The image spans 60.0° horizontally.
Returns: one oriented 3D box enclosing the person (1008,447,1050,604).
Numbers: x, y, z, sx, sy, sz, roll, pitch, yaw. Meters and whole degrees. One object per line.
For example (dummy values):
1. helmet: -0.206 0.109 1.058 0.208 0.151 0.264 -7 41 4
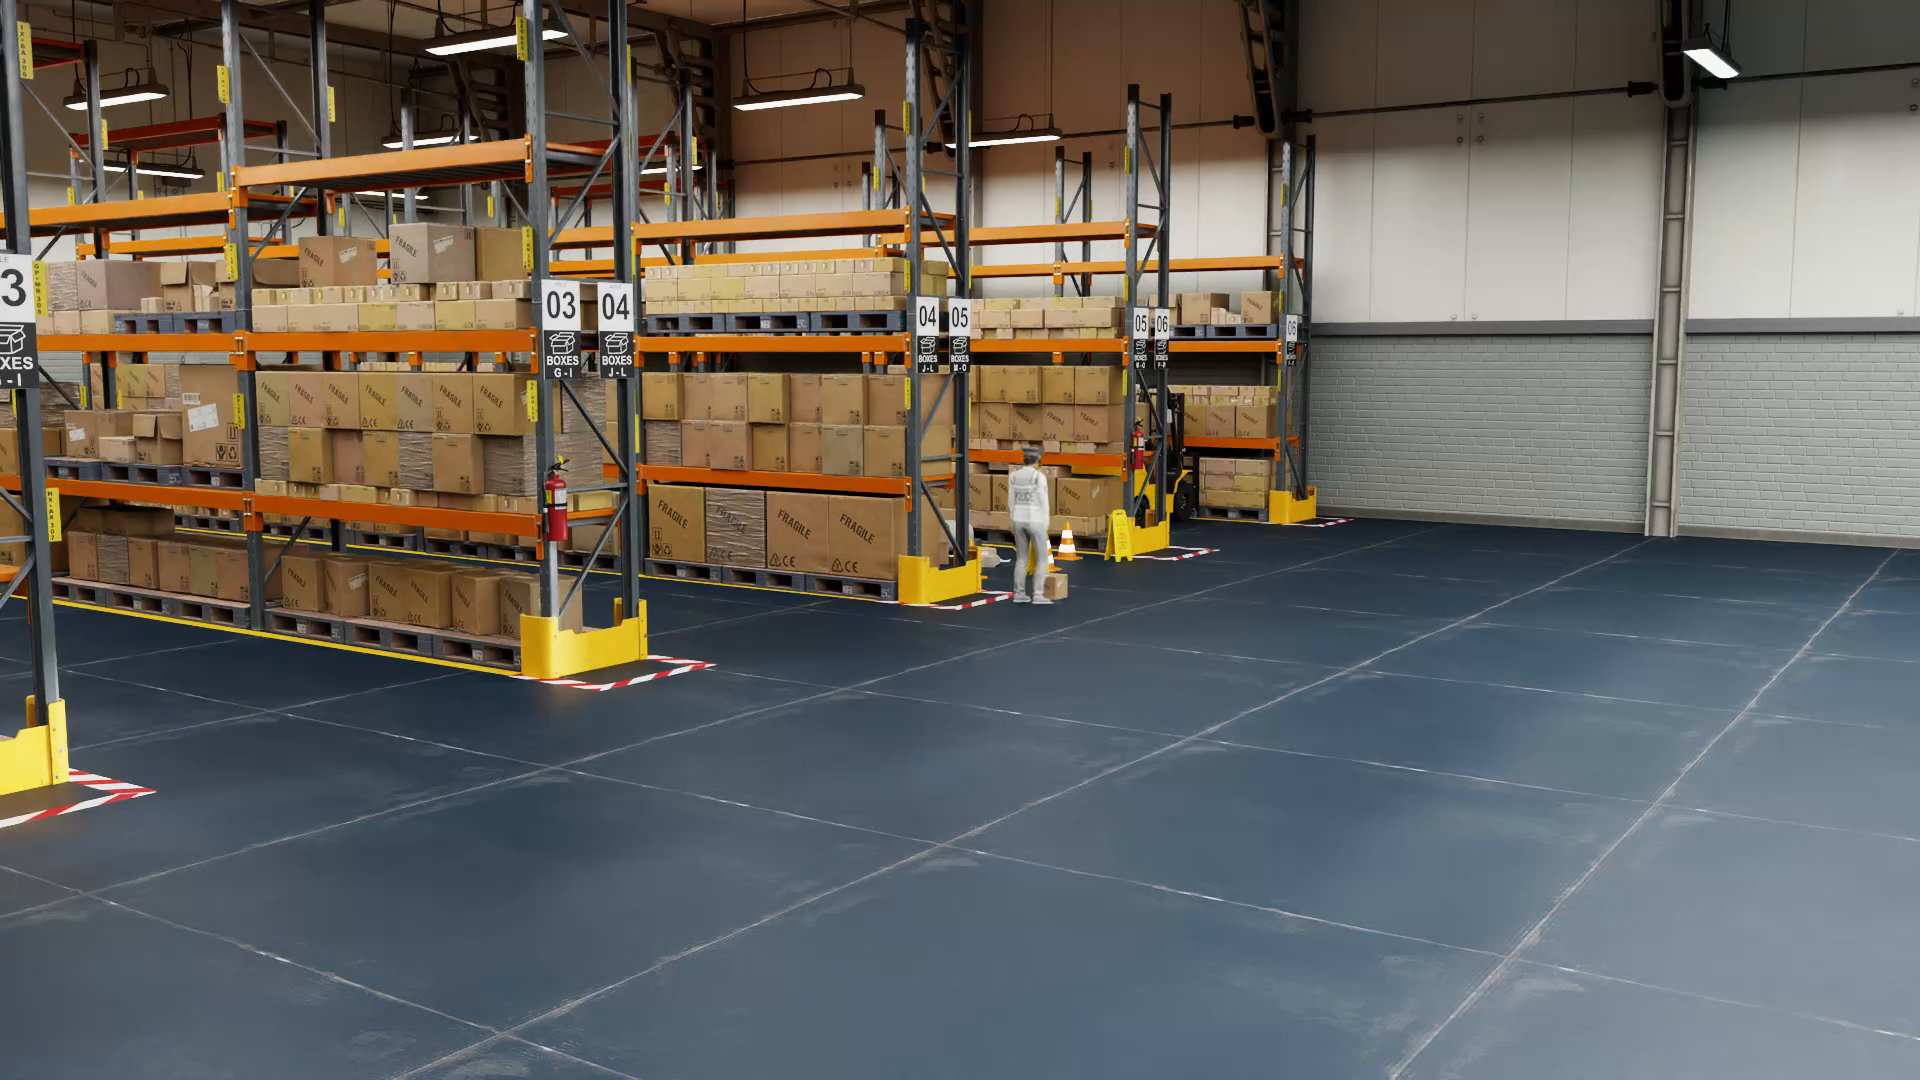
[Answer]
1. person: 0.724 -0.149 17.435 0.485 1.651 0.382 4 8 35
